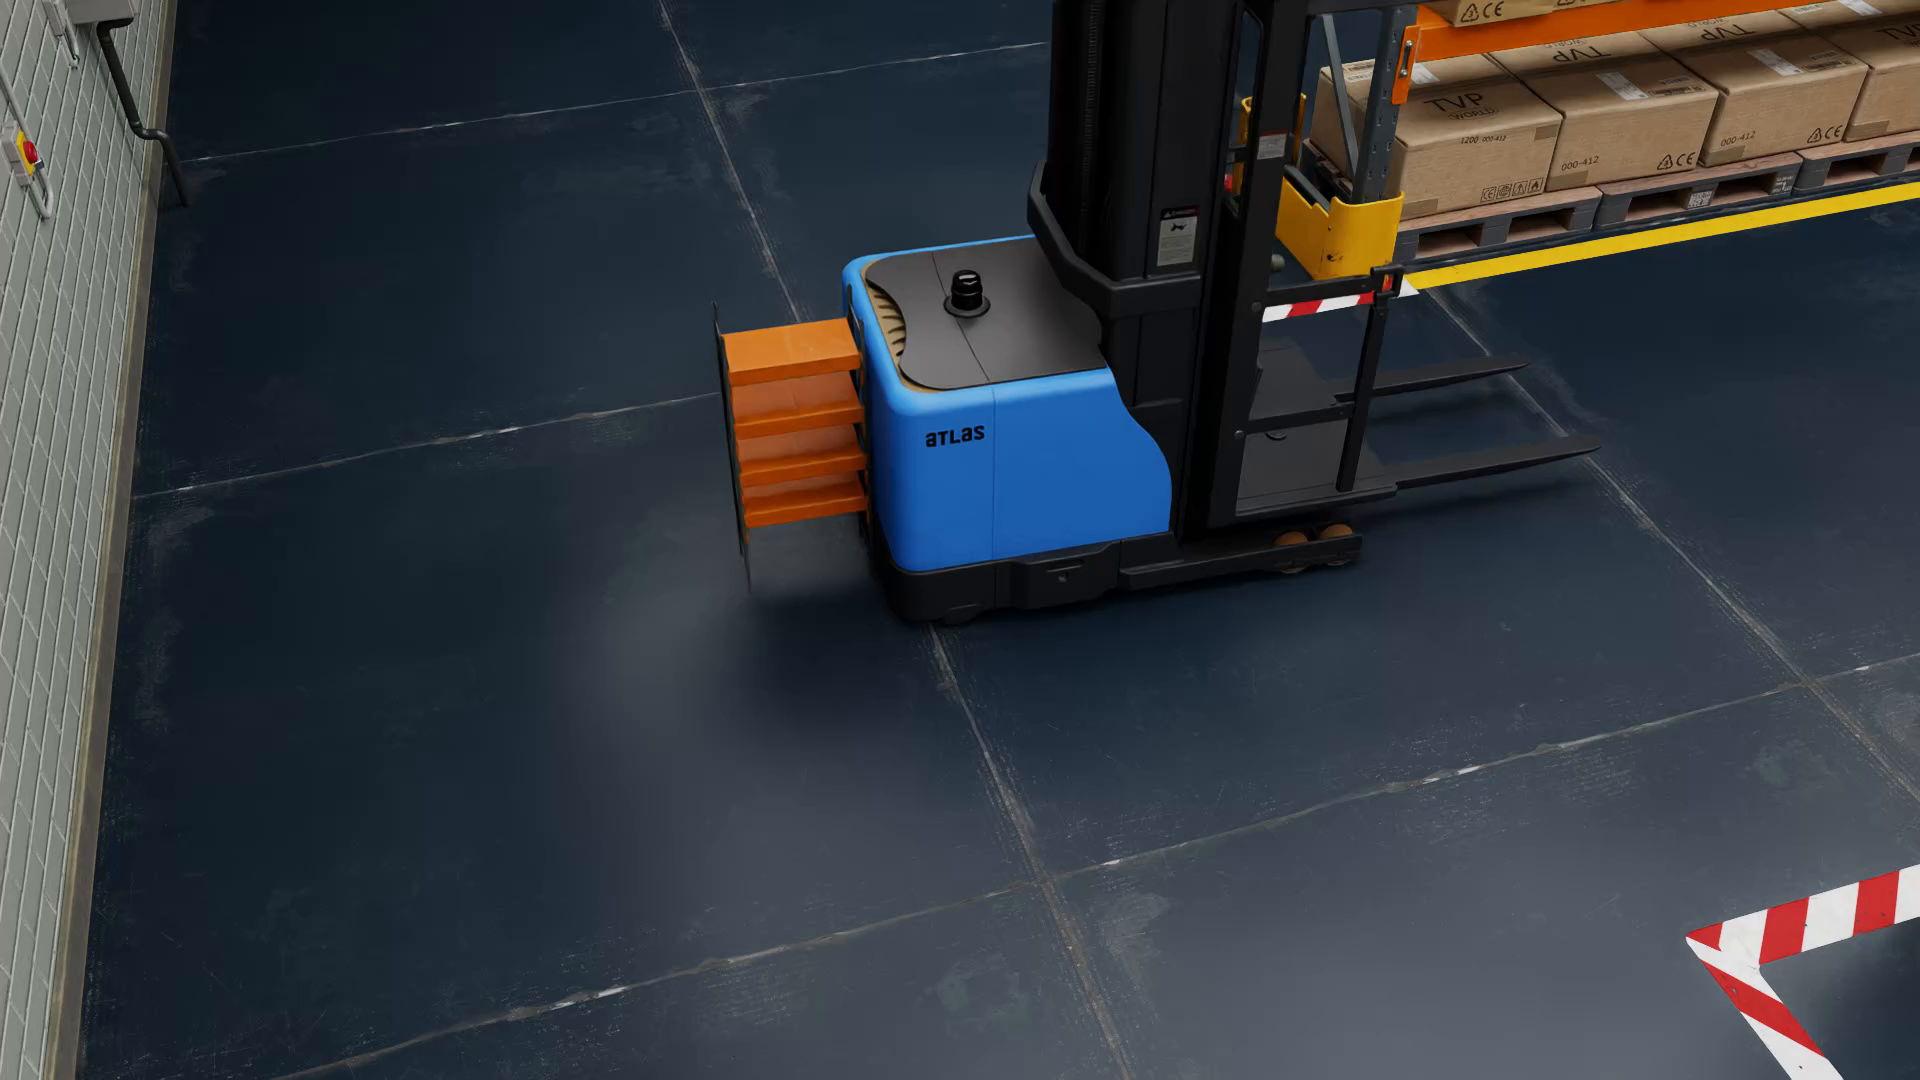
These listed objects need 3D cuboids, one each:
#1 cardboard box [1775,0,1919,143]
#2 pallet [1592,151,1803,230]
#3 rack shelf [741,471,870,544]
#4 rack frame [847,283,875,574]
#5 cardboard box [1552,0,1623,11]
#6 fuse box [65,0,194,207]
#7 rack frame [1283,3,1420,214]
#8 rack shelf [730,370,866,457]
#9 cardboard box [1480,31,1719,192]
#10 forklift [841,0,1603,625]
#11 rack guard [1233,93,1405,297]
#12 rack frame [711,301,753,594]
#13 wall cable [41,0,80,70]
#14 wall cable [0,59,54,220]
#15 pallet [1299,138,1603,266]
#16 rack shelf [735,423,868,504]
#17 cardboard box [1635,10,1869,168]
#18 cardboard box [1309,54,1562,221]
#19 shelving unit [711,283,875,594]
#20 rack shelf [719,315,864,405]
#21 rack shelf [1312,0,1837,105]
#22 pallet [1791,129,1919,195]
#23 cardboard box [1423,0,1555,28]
[{"bbox_3d":[4.990,-2.634,9.113,0.875,0.438,0.875,-12,43,-14],"label":"cardboard box"},{"bbox_3d":[3.706,-2.102,8.996,1.213,0.211,1.003,-12,42,-13],"label":"pallet"},{"bbox_3d":[-0.609,-0.155,6.420,0.480,0.148,0.258,-9,42,-10],"label":"rack shelf"},{"bbox_3d":[-0.373,-0.394,6.289,0.015,1.200,0.240,-9,42,-10],"label":"rack frame"},{"bbox_3d":[2.824,-2.777,7.572,0.500,0.500,0.500,-12,43,-14],"label":"cardboard box"},{"bbox_3d":[-4.058,-2.440,8.242,0.414,1.711,0.539,-12,42,-13],"label":"fuse box"},{"bbox_3d":[1.806,-2.707,7.568,0.127,3.000,1.000,-12,42,-13],"label":"rack frame"},{"bbox_3d":[-0.609,-0.473,6.142,0.480,0.148,0.258,-9,42,-10],"label":"rack shelf"},{"bbox_3d":[3.275,-2.279,8.707,0.875,0.438,0.875,-11,42,-12],"label":"cardboard box"},{"bbox_3d":[1.108,-1.301,6.011,3.031,2.935,1.130,-9,42,-10],"label":"forklift"},{"bbox_3d":[1.783,-1.761,8.385,0.348,0.500,1.175,-12,42,-13],"label":"rack guard"},{"bbox_3d":[-0.846,-0.317,6.201,0.015,1.200,0.240,-9,42,-10],"label":"rack frame"},{"bbox_3d":[-4.003,-2.848,6.958,0.122,1.984,0.588,-12,42,-13],"label":"wall cable"},{"bbox_3d":[-3.566,-1.972,5.931,0.123,1.953,0.585,-12,42,-13],"label":"wall cable"},{"bbox_3d":[2.545,-1.864,8.723,1.213,0.211,1.003,-12,42,-13],"label":"pallet"},{"bbox_3d":[-0.609,-0.305,6.289,0.480,0.148,0.258,-9,42,-10],"label":"rack shelf"},{"bbox_3d":[4.136,-2.456,8.910,0.875,0.438,0.875,-13,43,-14],"label":"cardboard box"},{"bbox_3d":[2.405,-2.093,8.494,0.875,0.438,0.875,-13,43,-15],"label":"cardboard box"},{"bbox_3d":[-0.609,-0.355,6.245,0.503,1.200,0.258,-9,42,-10],"label":"shelving unit"},{"bbox_3d":[-0.609,-0.651,5.986,0.480,0.148,0.258,-9,42,-10],"label":"rack shelf"},{"bbox_3d":[3.713,-2.831,8.257,4.000,0.370,1.077,-12,42,-13],"label":"rack shelf"},{"bbox_3d":[4.872,-2.346,9.275,1.213,0.211,1.003,-12,42,-13],"label":"pallet"},{"bbox_3d":[2.350,-2.659,7.438,0.500,0.500,0.500,-12,43,-13],"label":"cardboard box"}]
